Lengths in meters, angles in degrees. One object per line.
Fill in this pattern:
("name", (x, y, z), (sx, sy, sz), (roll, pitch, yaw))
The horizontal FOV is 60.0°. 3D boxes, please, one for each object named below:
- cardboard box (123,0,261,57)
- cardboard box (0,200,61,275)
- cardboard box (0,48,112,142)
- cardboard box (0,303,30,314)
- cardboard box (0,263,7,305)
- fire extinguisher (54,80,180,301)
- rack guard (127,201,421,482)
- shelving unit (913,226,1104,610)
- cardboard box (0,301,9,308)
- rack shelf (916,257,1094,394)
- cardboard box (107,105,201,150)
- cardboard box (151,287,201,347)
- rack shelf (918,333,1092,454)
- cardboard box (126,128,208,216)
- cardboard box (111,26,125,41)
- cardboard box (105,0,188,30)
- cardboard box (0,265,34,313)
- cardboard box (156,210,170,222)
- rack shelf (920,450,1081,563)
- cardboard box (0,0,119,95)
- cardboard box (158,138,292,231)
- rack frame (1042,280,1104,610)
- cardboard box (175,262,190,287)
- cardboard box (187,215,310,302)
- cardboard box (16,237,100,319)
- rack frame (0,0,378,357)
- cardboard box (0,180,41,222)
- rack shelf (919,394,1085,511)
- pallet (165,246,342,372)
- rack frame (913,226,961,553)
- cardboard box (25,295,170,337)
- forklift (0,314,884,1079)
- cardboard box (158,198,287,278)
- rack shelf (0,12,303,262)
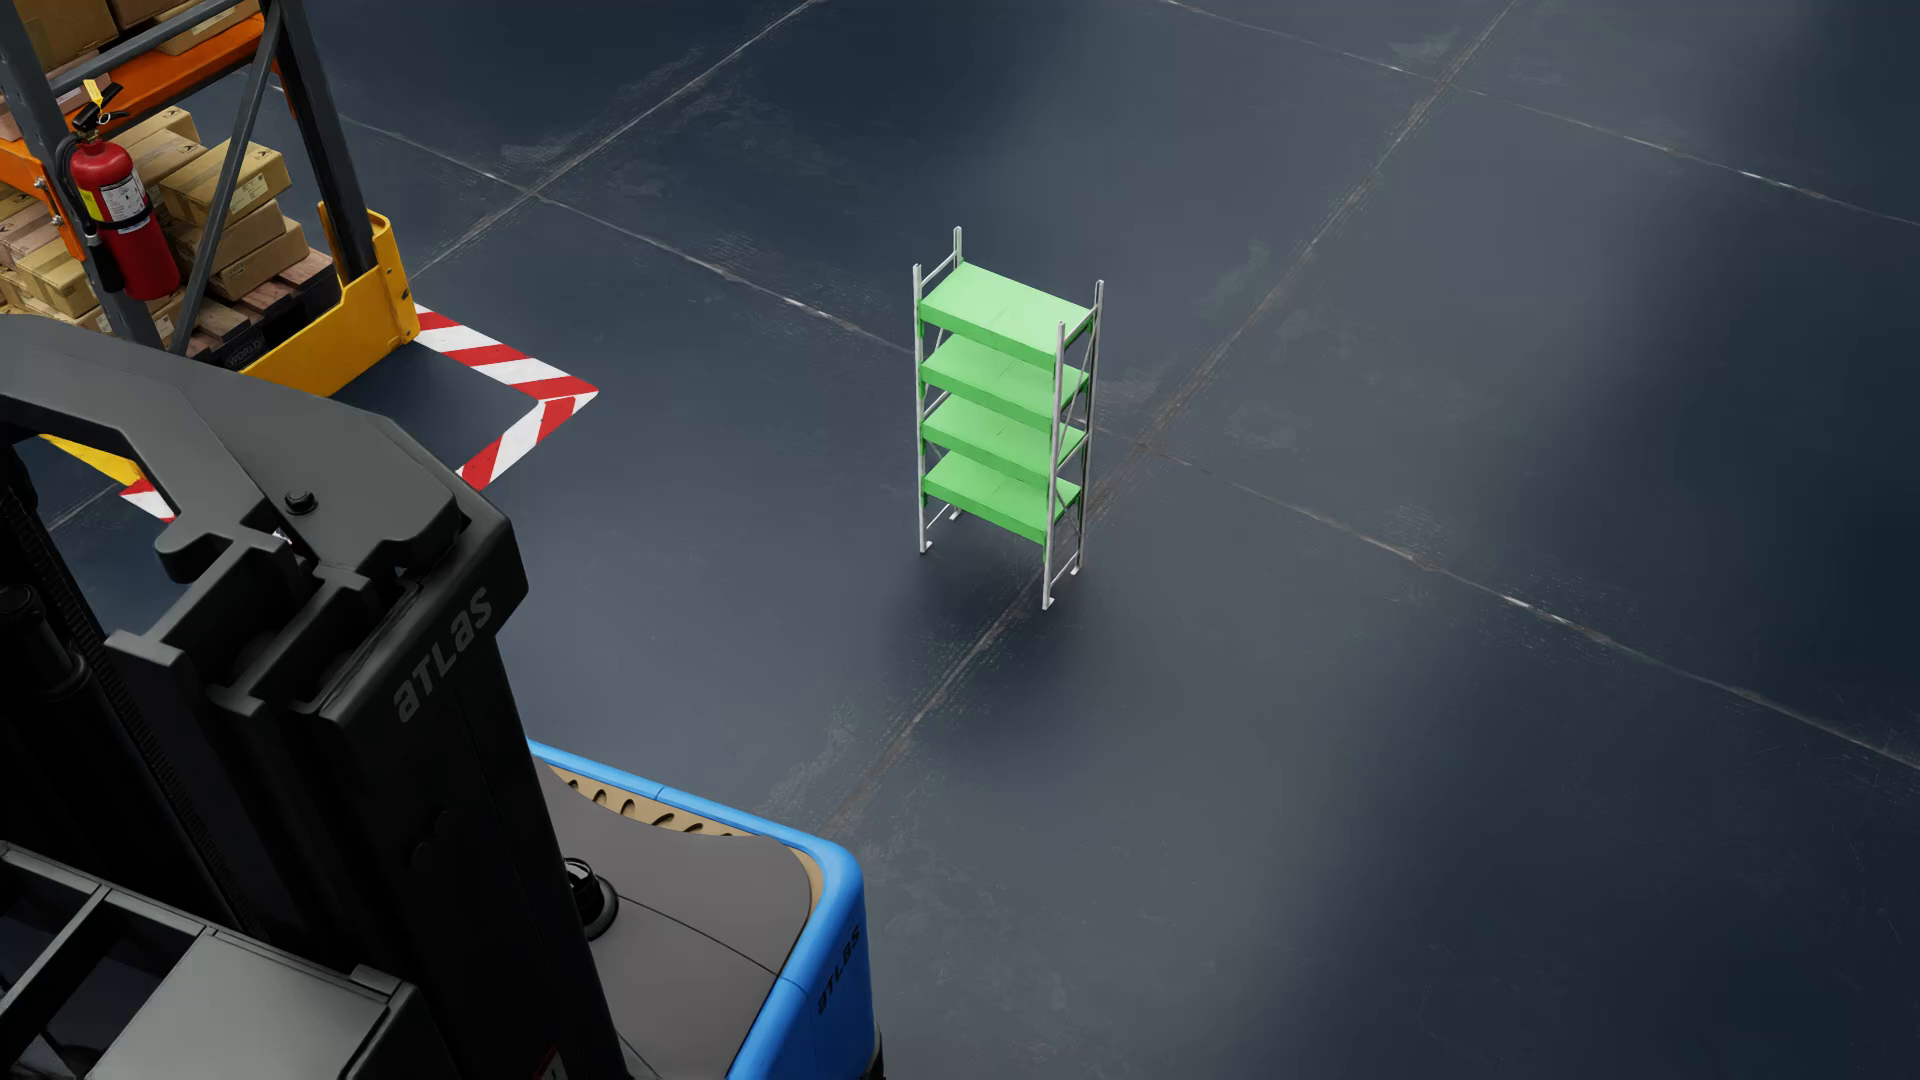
("cardboard box", (-2.591, -1.802, 5.584), (0.250, 0.149, 0.380), (24, 51, 22))
("cardboard box", (-3.258, -1.110, 6.017), (0.250, 0.149, 0.380), (26, 51, 23))
("cardboard box", (-2.922, -1.434, 5.227), (0.250, 0.149, 0.380), (25, 51, 22))
("cardboard box", (-3.322, -0.835, 6.165), (0.250, 0.149, 0.380), (26, 51, 23))
("cardboard box", (-3.532, -1.054, 6.171), (0.250, 0.149, 0.380), (23, 50, 21))
("fire extinguisher", (-2.532, -1.033, 4.976), (0.183, 0.674, 0.296), (25, 51, 22))
("rack guard", (-2.559, -0.724, 6.105), (0.348, 0.500, 1.175), (25, 51, 22))
("shelving unit", (0.139, -0.354, 5.257), (0.503, 1.200, 0.258), (25, 51, 22))
("cardboard box", (-3.498, -0.989, 6.315), (0.250, 0.149, 0.380), (24, 51, 22))
("rack shelf", (0.139, -0.644, 4.959), (0.480, 0.148, 0.258), (25, 51, 22))
("cardboard box", (-3.193, -1.543, 6.438), (0.250, 0.149, 0.380), (25, 51, 22))
("cardboard box", (-3.051, -0.797, 6.128), (0.250, 0.149, 0.380), (26, 51, 23))
("rack shelf", (0.139, -0.477, 5.131), (0.480, 0.148, 0.258), (25, 51, 22))
("cardboard box", (-3.050, -1.368, 6.268), (0.250, 0.149, 0.380), (26, 51, 23))
("cardboard box", (-2.827, -1.875, 5.656), (0.250, 0.149, 0.380), (26, 51, 23))
("cardboard box", (-2.724, -2.045, 5.368), (0.500, 0.500, 0.500), (27, 52, 24))
("cardboard box", (-3.284, -0.988, 6.106), (0.250, 0.149, 0.380), (24, 50, 21))
("cardboard box", (-2.998, -1.320, 6.429), (0.250, 0.149, 0.380), (24, 51, 22))
("rack shelf", (0.139, -0.142, 5.475), (0.480, 0.148, 0.258), (25, 51, 22))
("cardboard box", (-3.012, -1.723, 5.056), (0.500, 0.500, 0.500), (26, 51, 23))
("cardboard box", (-2.753, -1.334, 6.235), (0.250, 0.149, 0.380), (23, 50, 20))
("rack frame", (0.345, -0.260, 5.166), (0.015, 1.200, 0.240), (25, 51, 22))
("cardboard box", (-3.028, -1.167, 6.487), (0.250, 0.149, 0.380), (25, 51, 22))
("cardboard box", (-2.763, -1.115, 6.437), (0.250, 0.149, 0.380), (26, 51, 23))
("cardboard box", (-3.077, -0.978, 5.889), (0.250, 0.149, 0.380), (25, 51, 23))
("rack frame", (-2.495, -1.566, 5.180), (0.127, 3.000, 1.000), (25, 51, 22))
("cardboard box", (-3.545, -1.133, 6.040), (0.250, 0.149, 0.380), (24, 50, 21))
("rack shelf", (0.139, -0.310, 5.303), (0.480, 0.148, 0.258), (25, 51, 22))
("pallet", (-3.224, -0.959, 6.535), (1.213, 0.211, 1.003), (25, 51, 22))
("rack frame", (-0.066, -0.449, 5.349), (0.015, 1.200, 0.240), (25, 51, 22))
("cardboard box", (-3.093, -0.854, 5.976), (0.250, 0.149, 0.380), (23, 50, 21))
("forklift", (-1.205, 1.263, 2.479), (1.130, 2.935, 3.031), (16, 48, 15))
("cardboard box", (-2.797, -1.180, 6.293), (0.250, 0.149, 0.380), (27, 52, 24))
("rack shelf", (-4.179, -2.089, 6.190), (4.000, 0.370, 1.077), (25, 51, 22))
